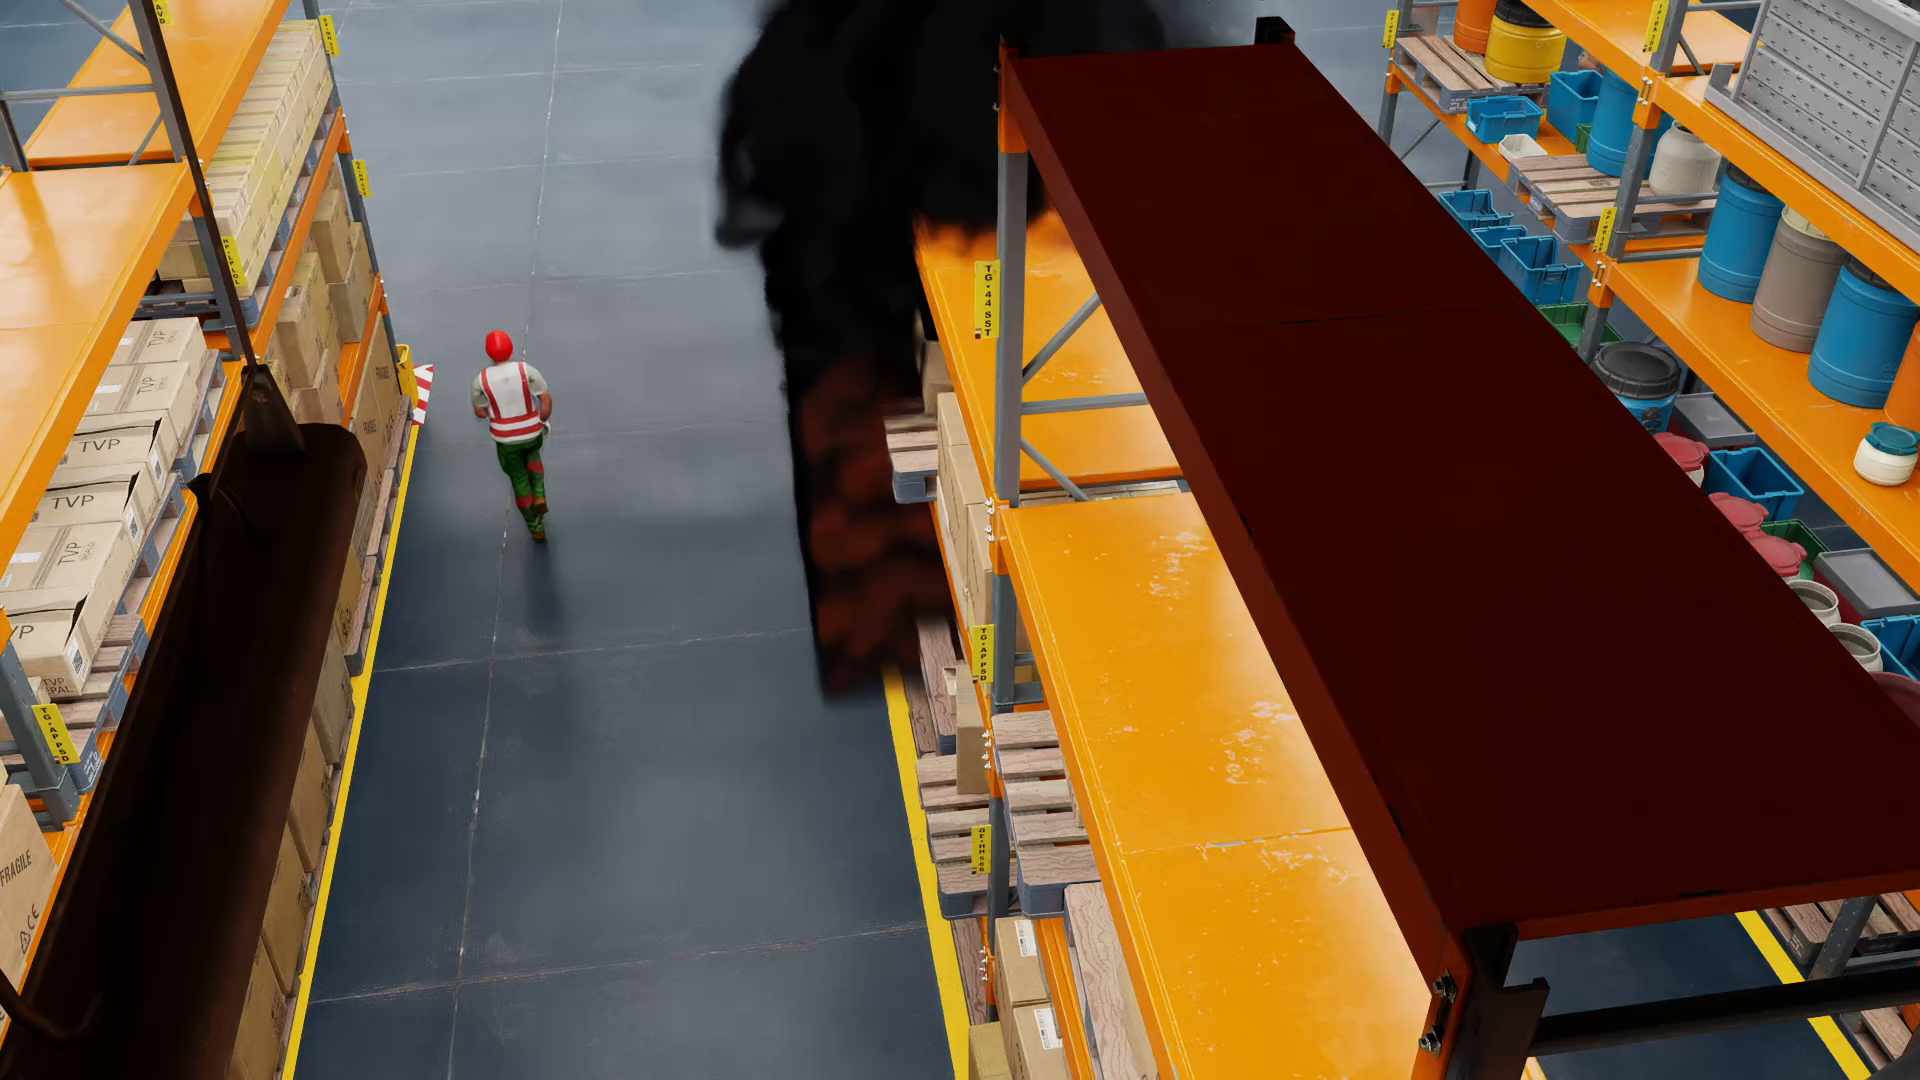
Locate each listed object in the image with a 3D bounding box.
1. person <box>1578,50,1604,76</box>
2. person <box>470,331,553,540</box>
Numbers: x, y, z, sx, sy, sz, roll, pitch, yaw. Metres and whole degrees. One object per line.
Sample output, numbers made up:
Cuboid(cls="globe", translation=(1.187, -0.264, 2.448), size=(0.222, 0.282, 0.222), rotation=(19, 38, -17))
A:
Cuboid(cls="person", translation=(6.682, -4.504, 18.112), size=(0.888, 1.767, 0.649), rotation=(9, 37, 12))
Cuboid(cls="person", translation=(-3.521, -0.882, 13.166), size=(0.582, 1.723, 0.695), rotation=(-14, 39, -19))
